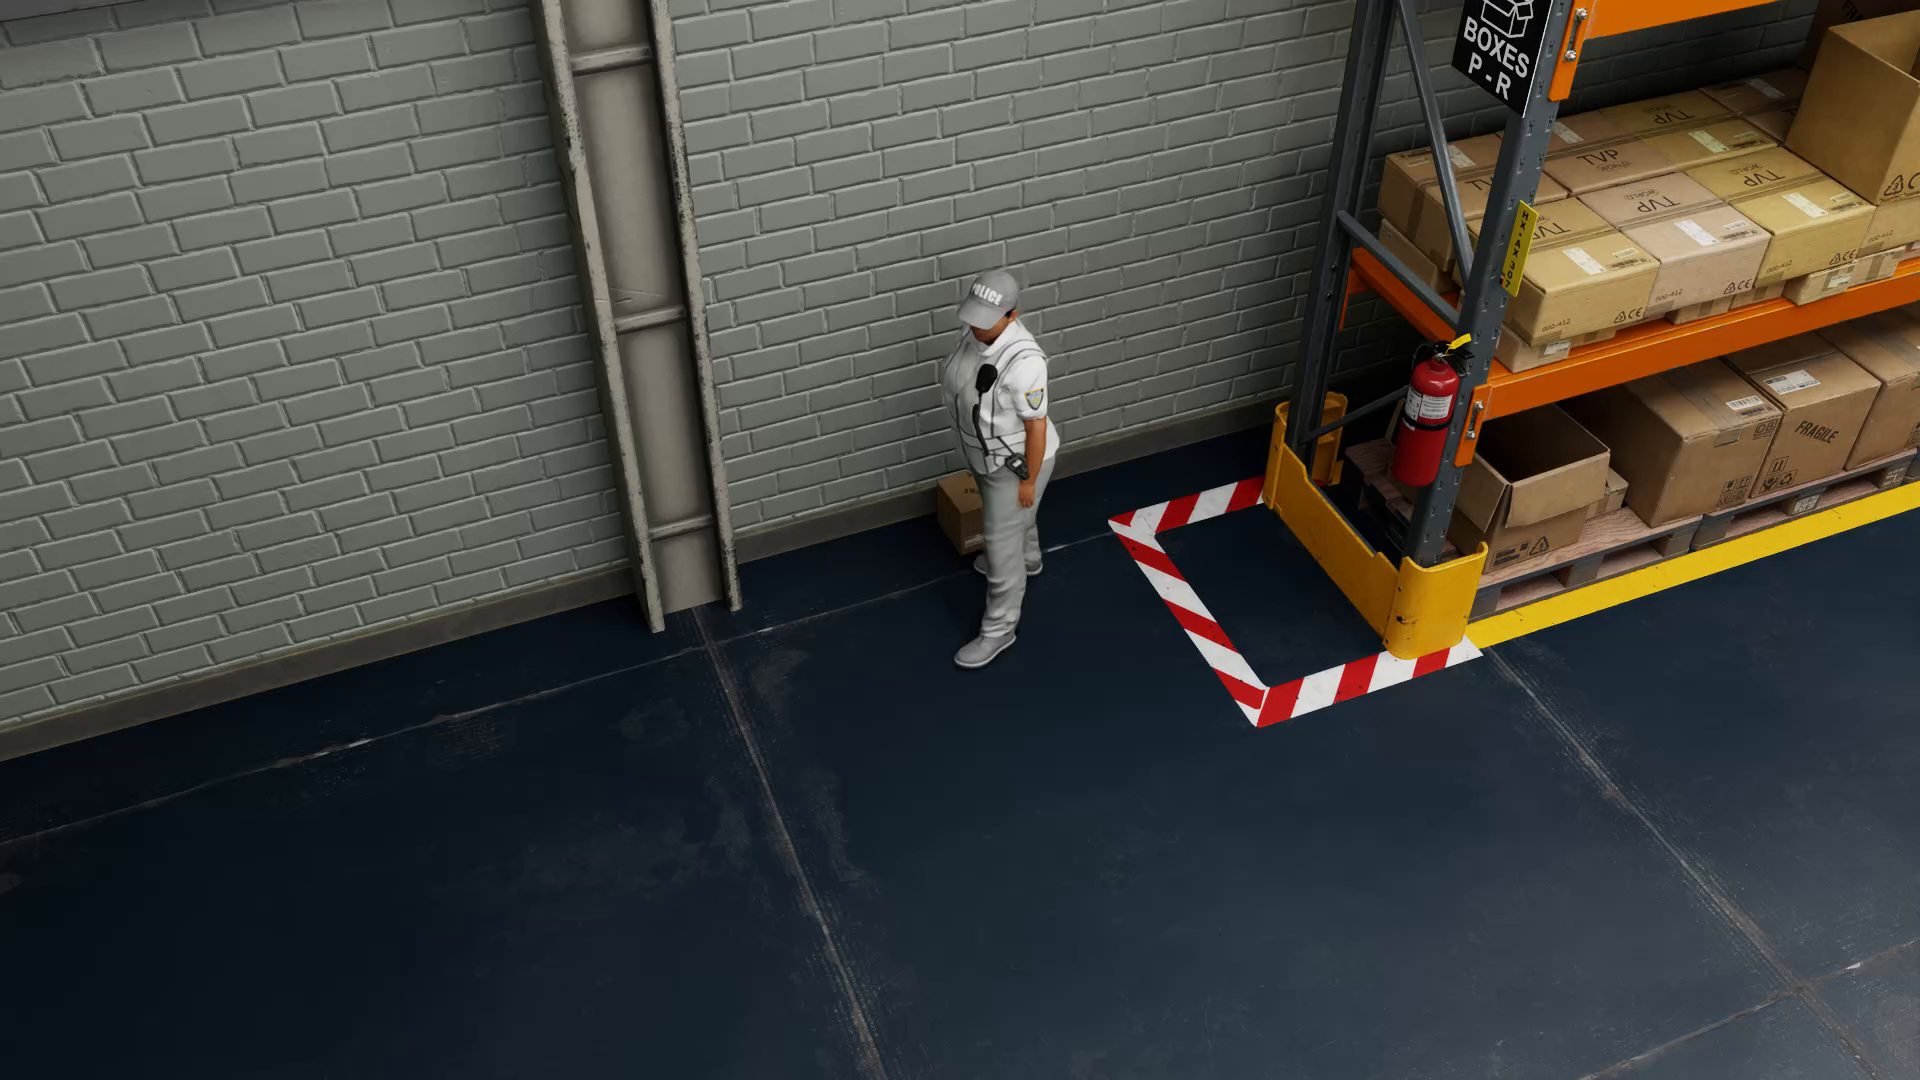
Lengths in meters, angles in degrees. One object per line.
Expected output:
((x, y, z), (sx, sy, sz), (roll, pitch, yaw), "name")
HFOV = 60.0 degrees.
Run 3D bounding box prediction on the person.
((0.144, -0.321, 6.491), (0.593, 1.653, 0.600), (-17, 45, -18), "person")
